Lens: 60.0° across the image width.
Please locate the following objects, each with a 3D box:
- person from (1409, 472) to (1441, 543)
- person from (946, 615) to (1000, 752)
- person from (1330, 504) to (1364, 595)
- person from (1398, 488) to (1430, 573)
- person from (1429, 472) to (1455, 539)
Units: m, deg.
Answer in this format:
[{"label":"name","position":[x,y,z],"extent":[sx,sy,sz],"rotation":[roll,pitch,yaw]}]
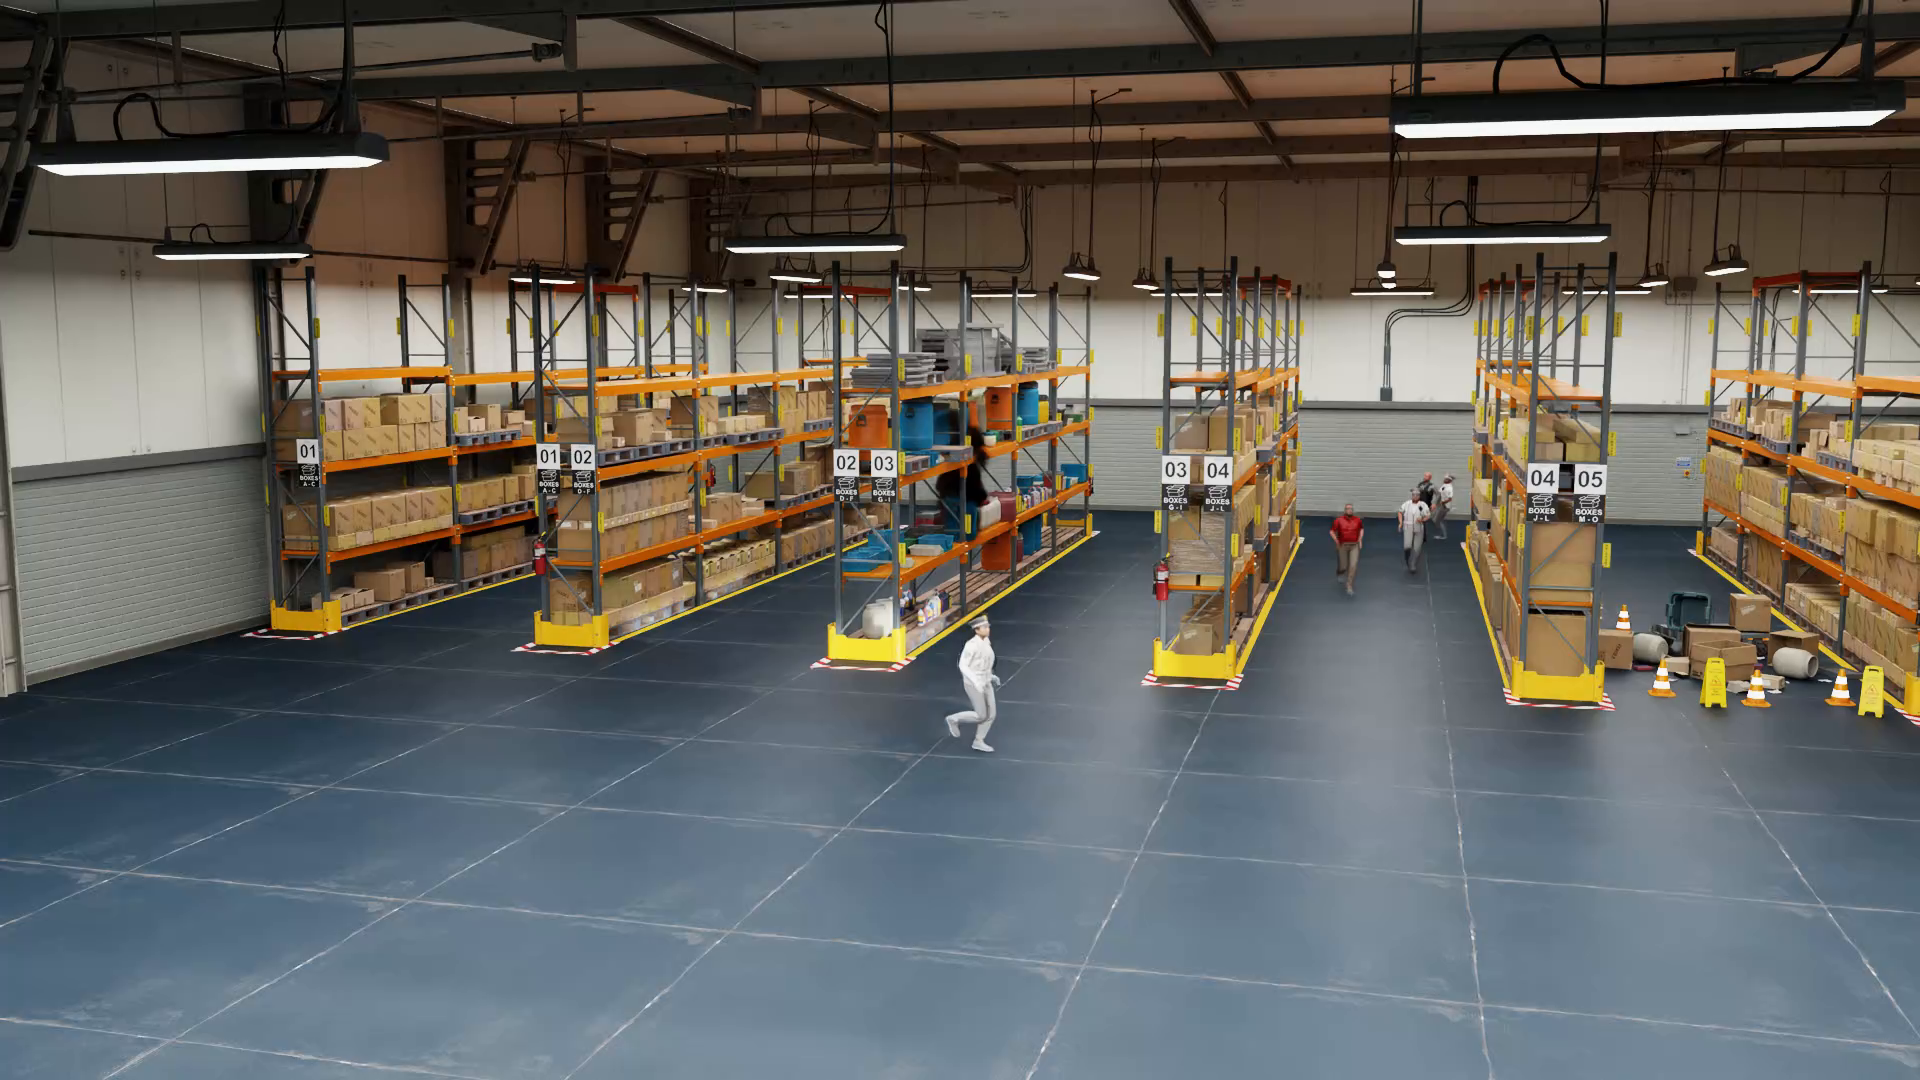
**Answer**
[{"label":"person","position":[10.689,-0.715,38.603],"extent":[0.730,1.728,0.693],"rotation":[-3,8,-23]},{"label":"person","position":[0.154,1.691,19.818],"extent":[0.593,1.648,0.603],"rotation":[5,9,32]},{"label":"person","position":[7.401,0.155,31.762],"extent":[0.662,1.707,0.775],"rotation":[0,7,1]},{"label":"person","position":[9.300,-0.190,34.090],"extent":[0.645,1.774,0.675],"rotation":[2,8,15]},{"label":"person","position":[11.406,-0.801,39.438],"extent":[0.561,1.628,0.698],"rotation":[1,7,4]}]
